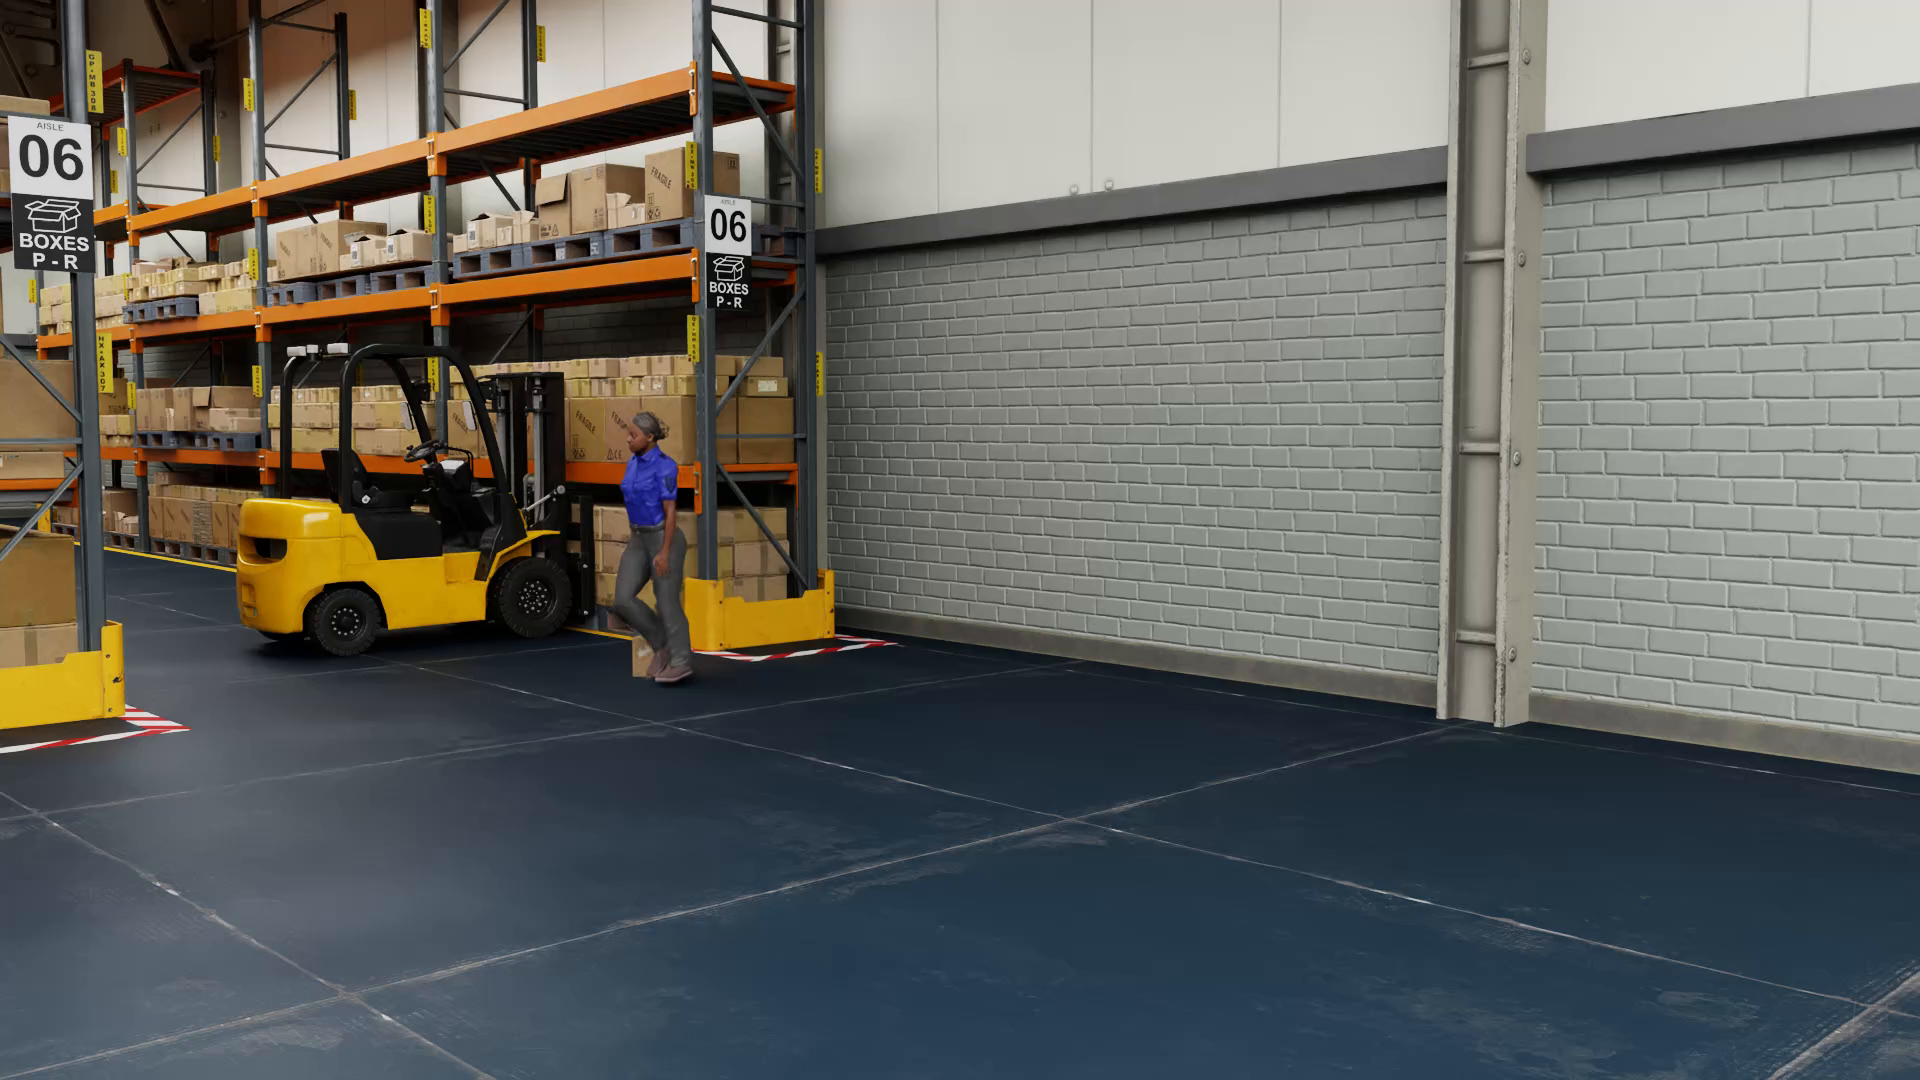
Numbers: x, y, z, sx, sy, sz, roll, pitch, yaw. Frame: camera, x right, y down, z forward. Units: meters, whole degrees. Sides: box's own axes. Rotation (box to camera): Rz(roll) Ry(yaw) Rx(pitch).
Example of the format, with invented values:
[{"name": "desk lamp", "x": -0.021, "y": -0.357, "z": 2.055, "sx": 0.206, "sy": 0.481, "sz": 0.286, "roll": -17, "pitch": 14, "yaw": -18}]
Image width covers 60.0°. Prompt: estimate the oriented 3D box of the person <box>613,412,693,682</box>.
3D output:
[{"name": "person", "x": -1.851, "y": 0.047, "z": 10.169, "sx": 0.482, "sy": 1.655, "sz": 0.448, "roll": 3, "pitch": 5, "yaw": 40}]
